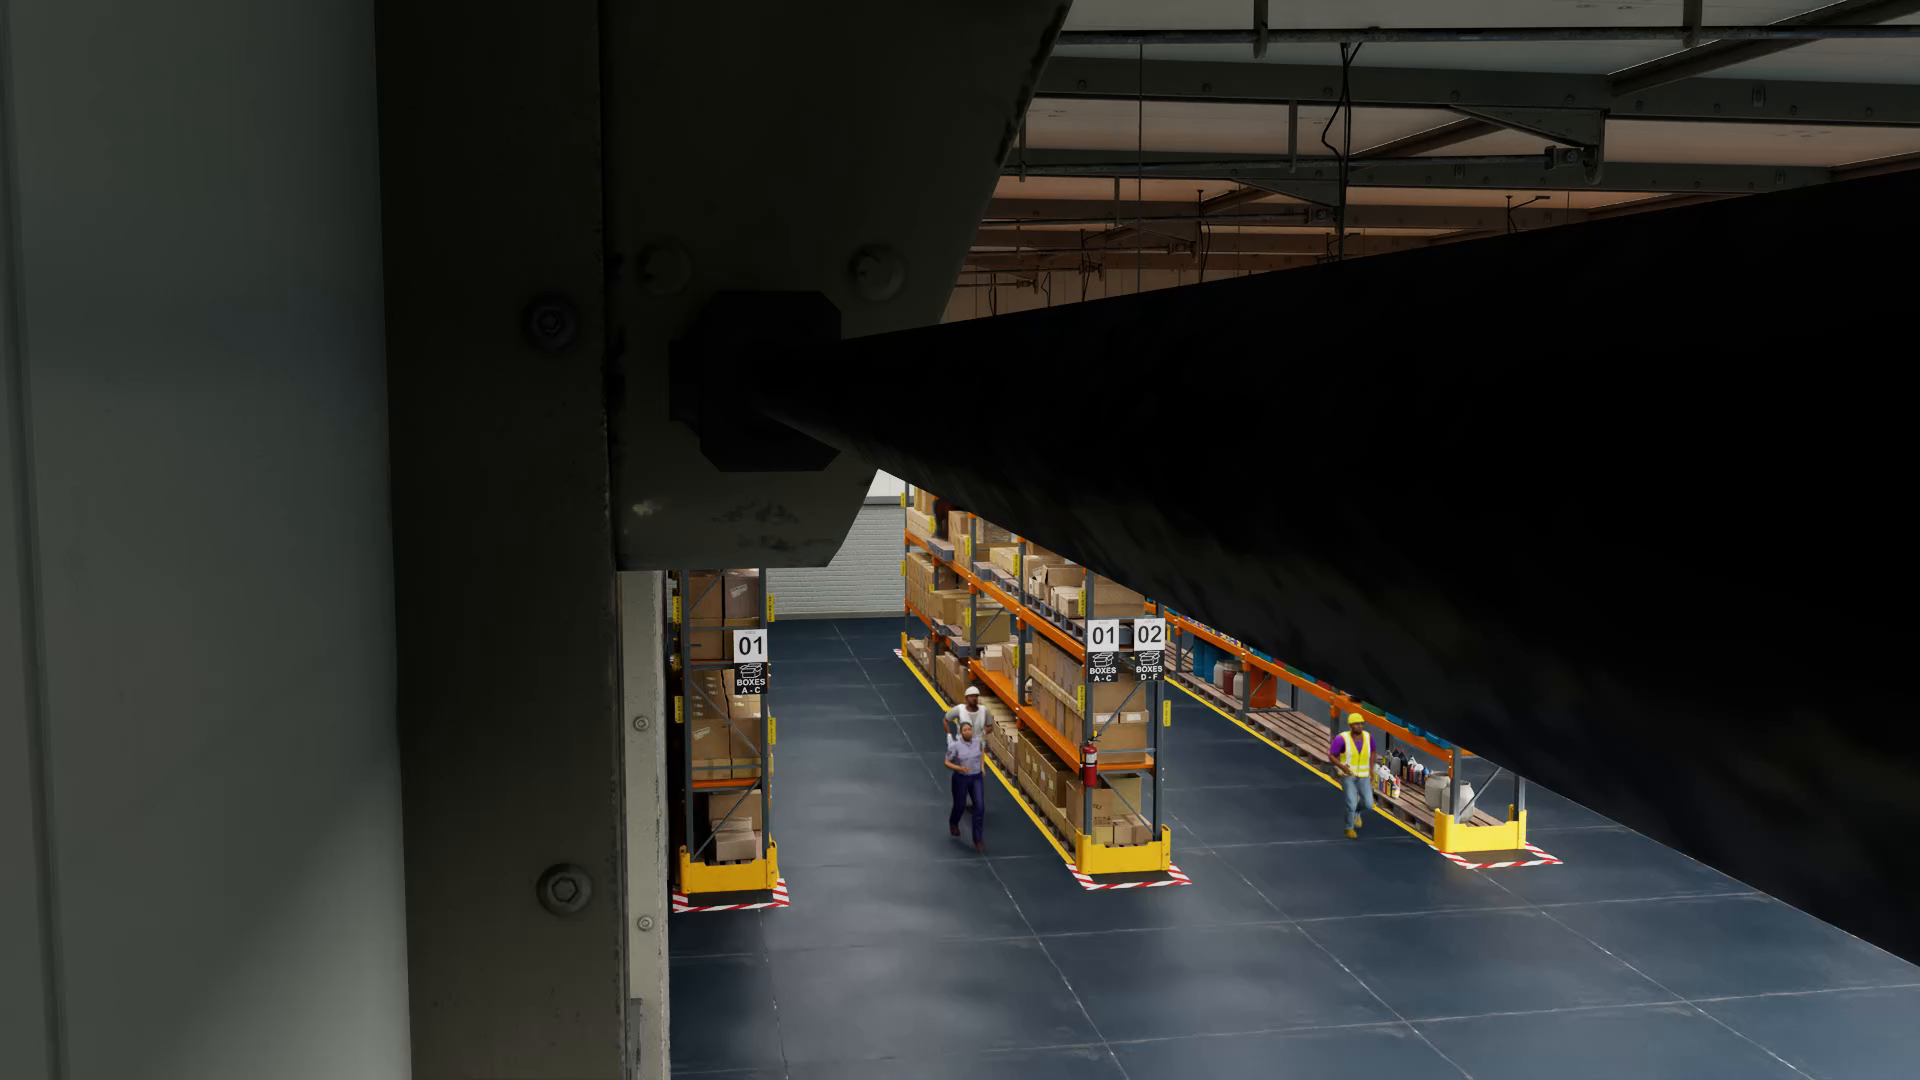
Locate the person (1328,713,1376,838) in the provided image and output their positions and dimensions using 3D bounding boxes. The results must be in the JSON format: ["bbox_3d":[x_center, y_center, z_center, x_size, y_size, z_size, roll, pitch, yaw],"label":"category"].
[{"bbox_3d":[5.310,3.167,22.338,0.708,1.712,0.583,-1,6,-9],"label":"person"}]

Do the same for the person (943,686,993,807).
[{"bbox_3d":[0.163,2.973,23.841,0.676,1.748,0.659,-2,6,-19],"label":"person"}]

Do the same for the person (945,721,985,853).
[{"bbox_3d":[0.084,3.231,22.062,0.614,1.679,0.898,-2,6,-17],"label":"person"}]
